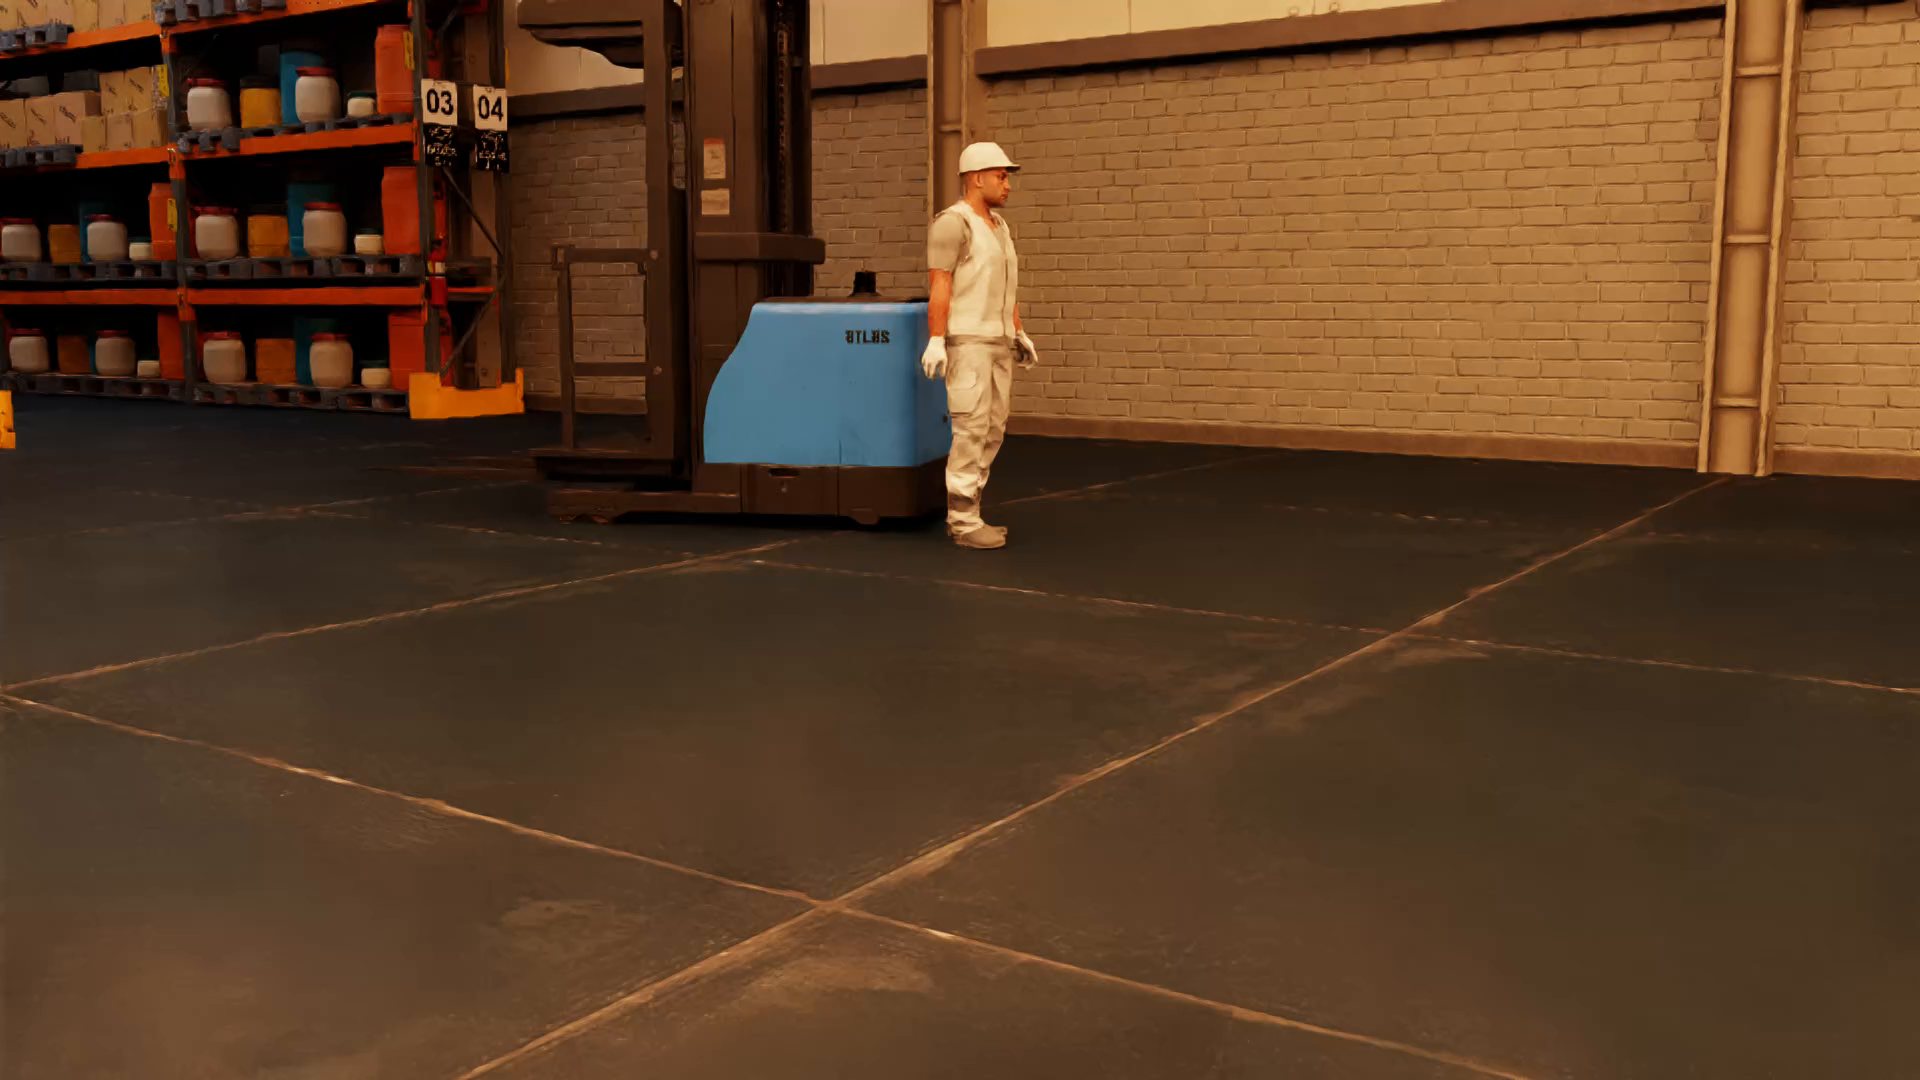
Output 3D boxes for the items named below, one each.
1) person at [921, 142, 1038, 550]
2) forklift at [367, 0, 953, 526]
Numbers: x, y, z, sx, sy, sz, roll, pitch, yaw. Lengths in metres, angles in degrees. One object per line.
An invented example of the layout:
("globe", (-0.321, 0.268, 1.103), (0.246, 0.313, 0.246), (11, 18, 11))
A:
("person", (0.095, -0.863, 7.432), (0.441, 1.788, 0.693), (5, 9, 30))
("forklift", (-1.554, -1.606, 8.484), (3.031, 2.935, 1.130), (2, 8, 14))
